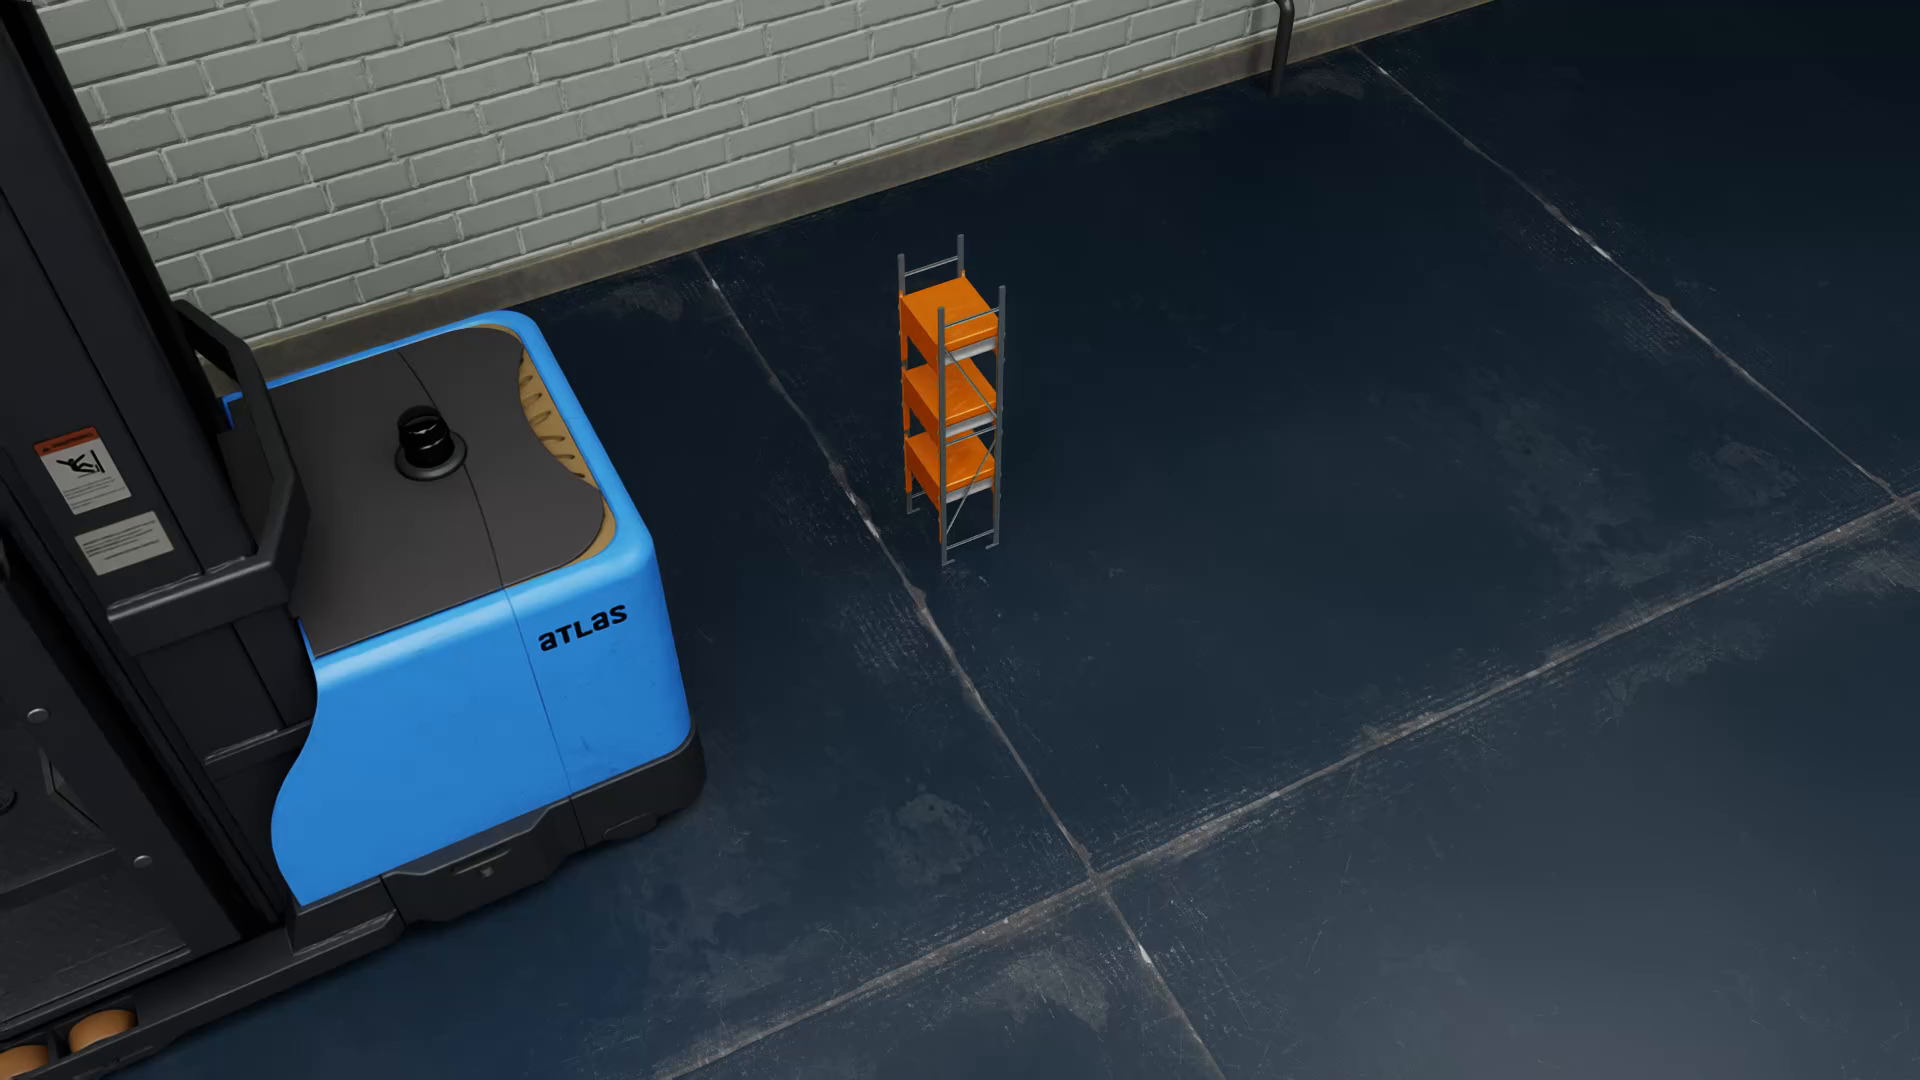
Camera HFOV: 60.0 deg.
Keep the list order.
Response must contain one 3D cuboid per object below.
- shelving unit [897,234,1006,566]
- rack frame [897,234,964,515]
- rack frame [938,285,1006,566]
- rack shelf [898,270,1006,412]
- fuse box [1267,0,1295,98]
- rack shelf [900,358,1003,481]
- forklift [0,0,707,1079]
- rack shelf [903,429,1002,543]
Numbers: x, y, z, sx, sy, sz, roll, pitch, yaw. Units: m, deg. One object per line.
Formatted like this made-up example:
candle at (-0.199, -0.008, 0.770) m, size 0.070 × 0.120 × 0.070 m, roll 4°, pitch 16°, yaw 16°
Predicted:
shelving unit at (-0.024, -0.381, 4.886) m, size 0.215 × 1.050 × 0.252 m, roll -21°, pitch 52°, yaw -18°
rack frame at (-0.080, -0.463, 4.958) m, size 0.200 × 1.050 × 0.008 m, roll -21°, pitch 52°, yaw -18°
rack frame at (0.031, -0.300, 4.815) m, size 0.200 × 1.050 × 0.008 m, roll -21°, pitch 52°, yaw -18°
rack shelf at (-0.024, -0.561, 4.681) m, size 0.215 × 0.259 × 0.240 m, roll -21°, pitch 52°, yaw -18°
fuse box at (1.333, -2.395, 6.208) m, size 0.539 × 1.711 × 0.414 m, roll -21°, pitch 52°, yaw -18°
rack shelf at (-0.024, -0.374, 4.894) m, size 0.215 × 0.259 × 0.240 m, roll -21°, pitch 52°, yaw -18°
forklift at (-2.245, -0.046, 3.343) m, size 3.031 × 2.935 × 1.130 m, roll -22°, pitch 52°, yaw -18°
rack shelf at (-0.024, -0.192, 5.103) m, size 0.215 × 0.259 × 0.240 m, roll -21°, pitch 52°, yaw -18°
